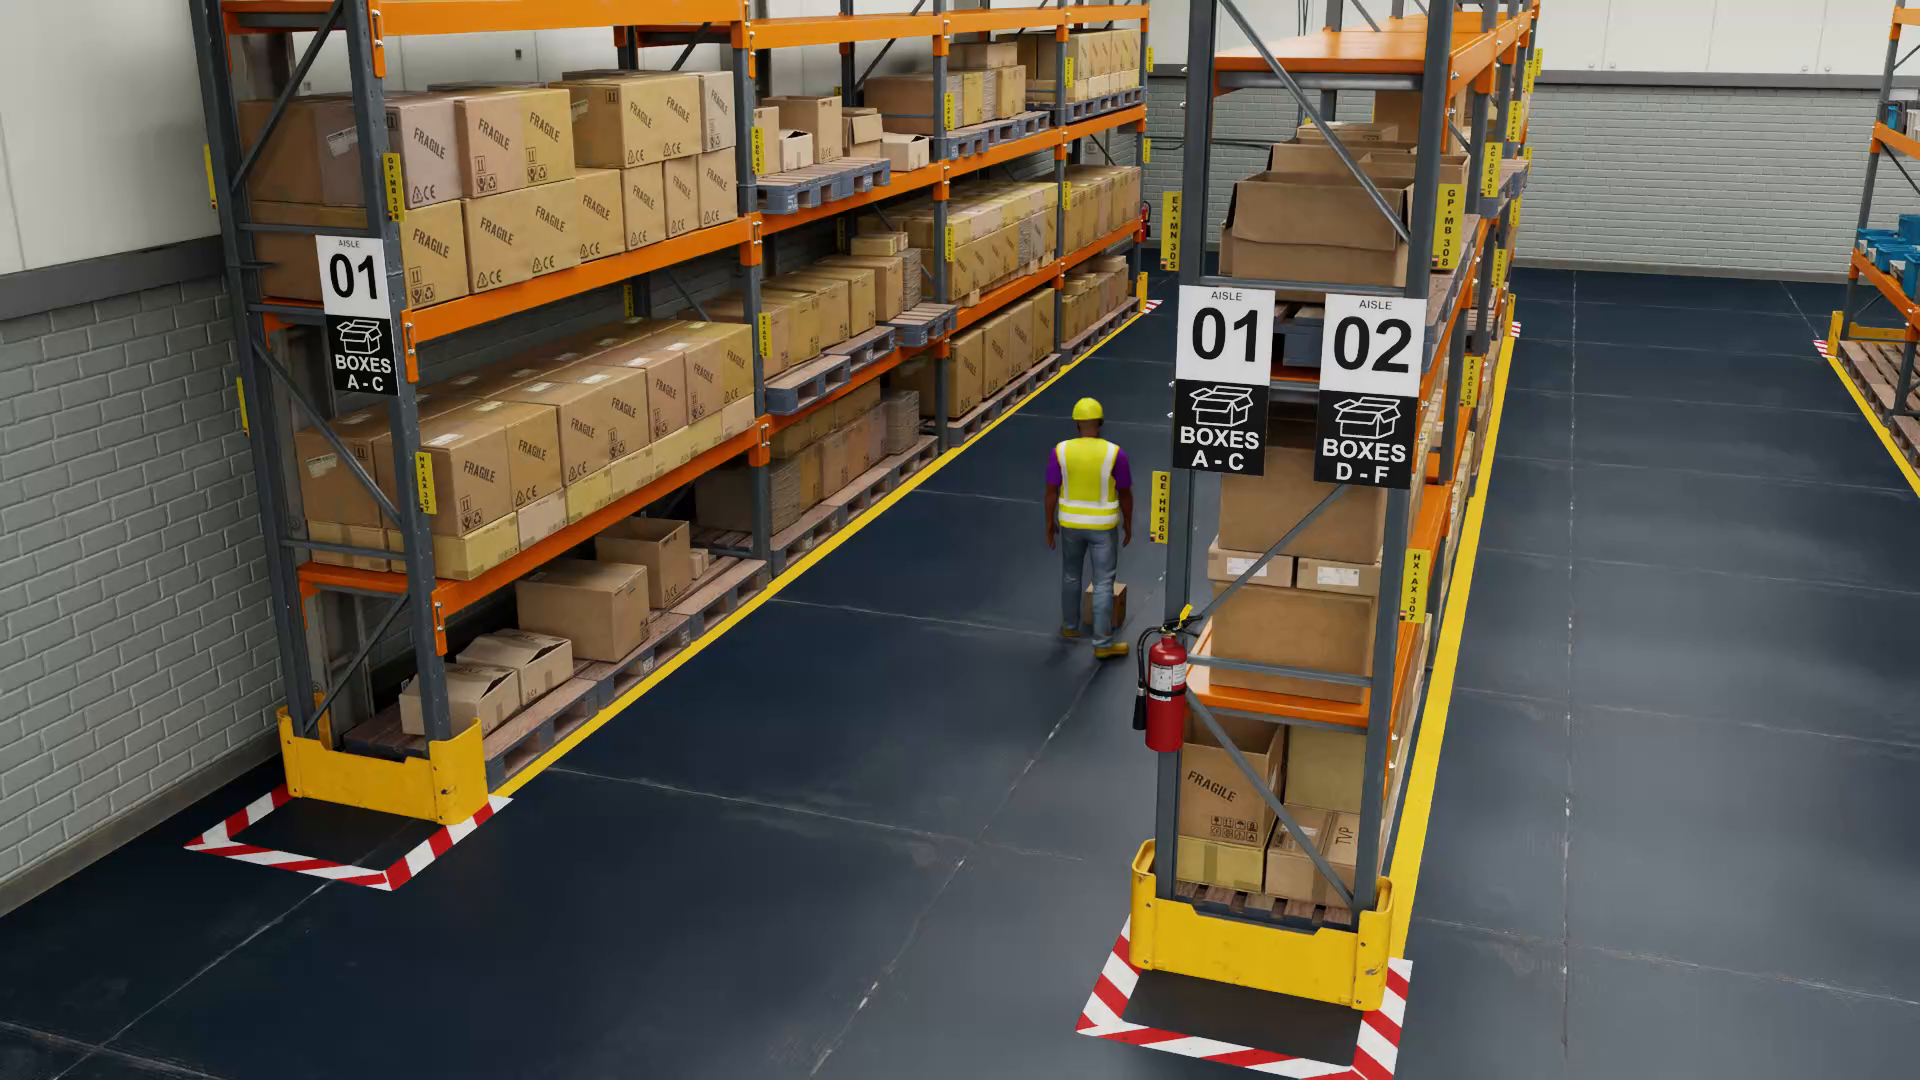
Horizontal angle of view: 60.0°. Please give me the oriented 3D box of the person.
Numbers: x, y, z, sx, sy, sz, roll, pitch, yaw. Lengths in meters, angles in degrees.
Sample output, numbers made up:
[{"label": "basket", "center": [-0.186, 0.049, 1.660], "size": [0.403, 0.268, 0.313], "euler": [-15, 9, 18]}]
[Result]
[{"label": "person", "center": [0.899, -0.111, 11.387], "size": [0.622, 1.758, 0.644], "euler": [6, 19, 18]}]
